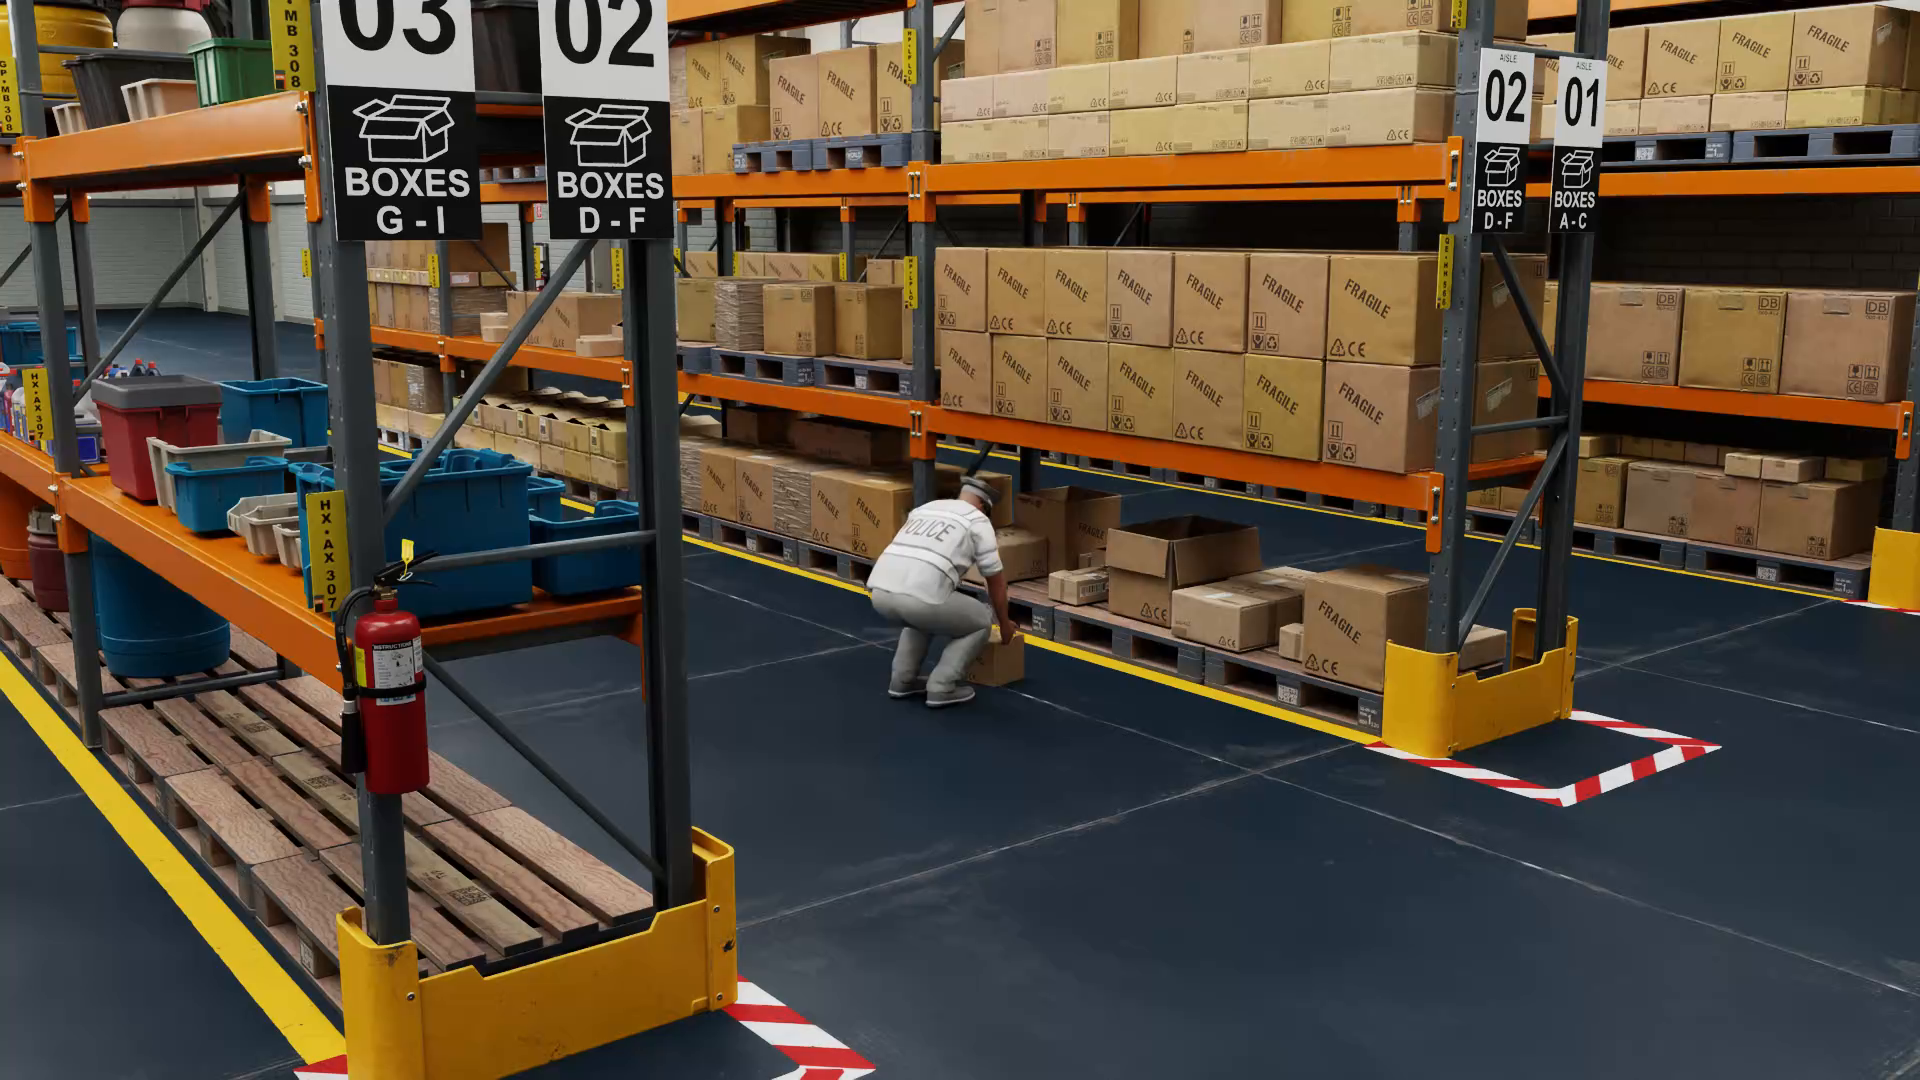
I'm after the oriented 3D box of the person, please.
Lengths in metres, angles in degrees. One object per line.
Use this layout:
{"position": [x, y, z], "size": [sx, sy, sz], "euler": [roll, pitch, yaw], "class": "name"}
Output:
{"position": [-0.104, 0.260, 8.740], "size": [0.573, 1.124, 0.923], "euler": [9, 14, 41], "class": "person"}
